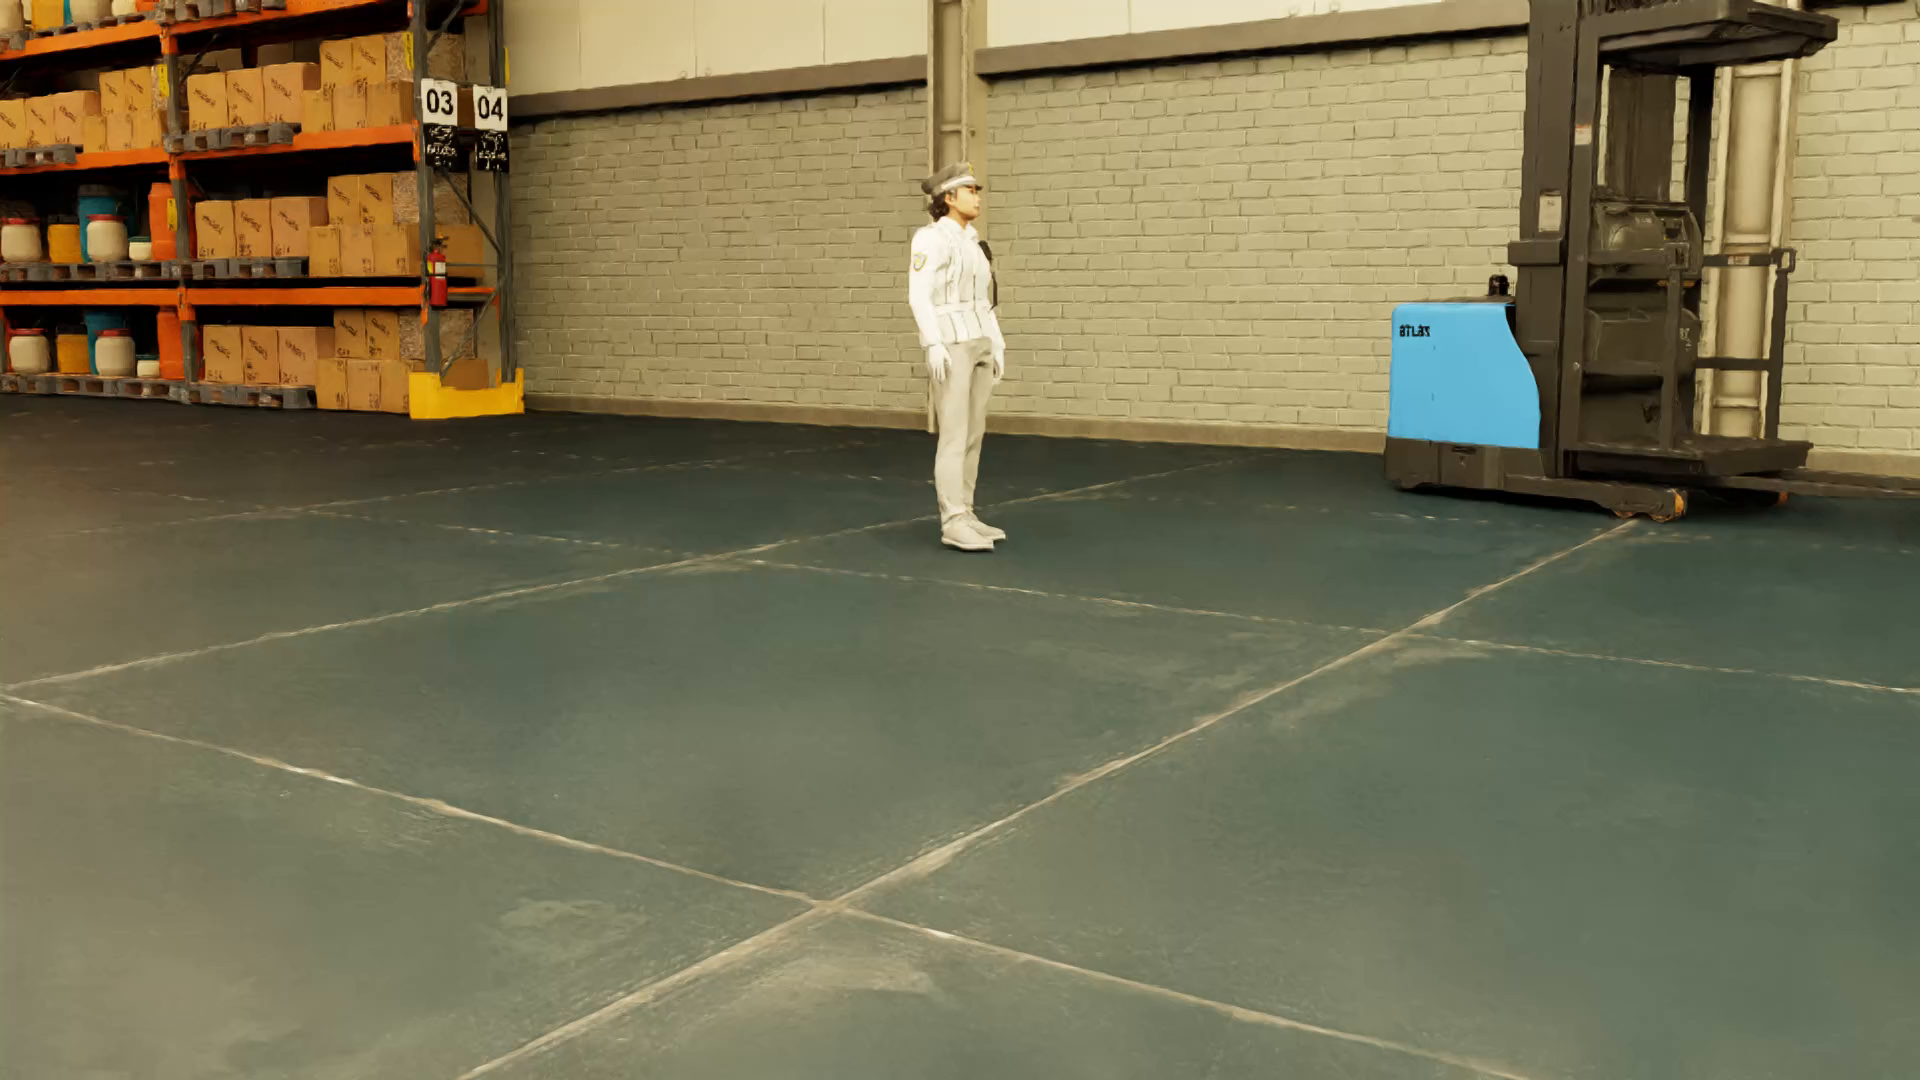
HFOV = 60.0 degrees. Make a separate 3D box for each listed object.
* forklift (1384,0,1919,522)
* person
[{"bbox_3d":[3.733,-1.617,8.565,1.130,2.935,3.031,-6,10,-36],"label":"forklift"},{"bbox_3d":[0.052,-0.840,7.440,0.532,1.695,0.586,5,10,34],"label":"person"}]
